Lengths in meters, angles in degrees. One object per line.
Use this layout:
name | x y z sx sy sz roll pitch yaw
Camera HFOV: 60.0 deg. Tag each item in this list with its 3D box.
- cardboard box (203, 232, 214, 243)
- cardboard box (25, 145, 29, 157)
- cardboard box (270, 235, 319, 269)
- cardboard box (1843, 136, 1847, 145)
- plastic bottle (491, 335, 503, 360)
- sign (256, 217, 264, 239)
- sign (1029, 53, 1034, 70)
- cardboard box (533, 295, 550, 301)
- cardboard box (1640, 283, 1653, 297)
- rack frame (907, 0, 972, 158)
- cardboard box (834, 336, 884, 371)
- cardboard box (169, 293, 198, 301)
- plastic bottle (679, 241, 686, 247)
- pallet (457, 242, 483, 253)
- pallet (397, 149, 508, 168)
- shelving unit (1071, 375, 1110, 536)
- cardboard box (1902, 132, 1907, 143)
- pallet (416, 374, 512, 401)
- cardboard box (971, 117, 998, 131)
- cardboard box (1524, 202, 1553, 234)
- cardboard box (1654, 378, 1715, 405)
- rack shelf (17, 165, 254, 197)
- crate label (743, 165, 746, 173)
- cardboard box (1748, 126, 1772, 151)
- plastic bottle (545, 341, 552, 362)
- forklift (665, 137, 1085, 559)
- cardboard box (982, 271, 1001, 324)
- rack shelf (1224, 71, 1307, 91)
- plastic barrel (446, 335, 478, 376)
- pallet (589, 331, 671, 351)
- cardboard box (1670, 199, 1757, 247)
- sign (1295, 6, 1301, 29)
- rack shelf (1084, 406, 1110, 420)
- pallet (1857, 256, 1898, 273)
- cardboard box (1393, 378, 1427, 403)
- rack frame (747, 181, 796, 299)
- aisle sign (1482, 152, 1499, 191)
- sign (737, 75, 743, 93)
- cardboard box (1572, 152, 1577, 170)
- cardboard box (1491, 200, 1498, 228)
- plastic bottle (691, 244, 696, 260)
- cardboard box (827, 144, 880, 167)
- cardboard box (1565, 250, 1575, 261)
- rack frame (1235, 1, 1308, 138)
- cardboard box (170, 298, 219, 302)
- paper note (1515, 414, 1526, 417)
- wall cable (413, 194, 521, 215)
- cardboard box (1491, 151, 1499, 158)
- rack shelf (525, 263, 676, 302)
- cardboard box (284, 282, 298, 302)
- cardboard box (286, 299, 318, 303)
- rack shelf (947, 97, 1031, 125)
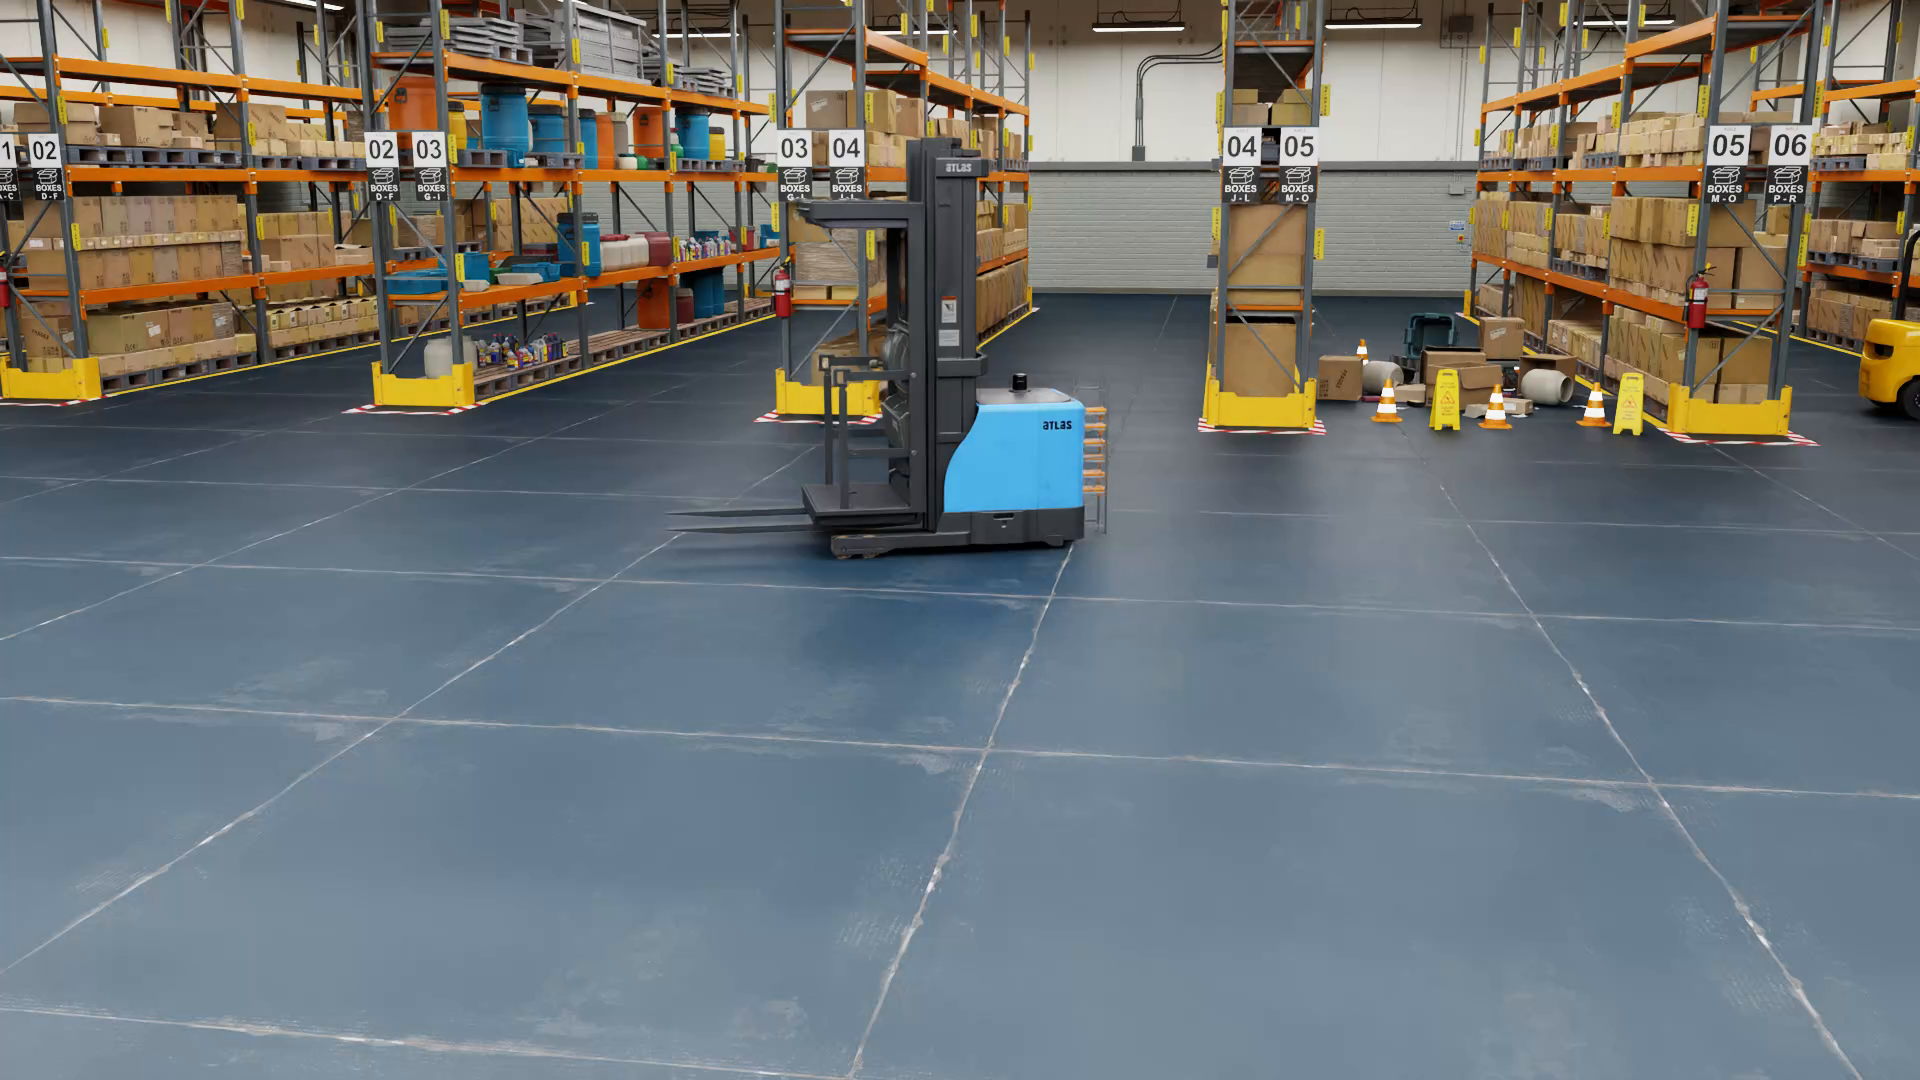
cardboard box | -10.673 -4.233 23.240 0.380 0.149 0.250 2 12 9
cardboard box | -15.297 -6.344 27.398 0.797 0.503 0.637 4 13 17
cardboard box | -10.434 -4.514 26.081 0.500 0.500 0.500 2 12 9
cardboard box | 14.464 -6.431 26.748 0.380 0.149 0.250 2 12 9
plastic bottle | -6.395 -2.657 22.945 0.144 0.351 0.185 1 12 6
sign | -10.177 -4.536 24.178 0.100 0.325 0.005 2 12 9
sign | 1.442 -9.675 33.624 0.100 0.325 0.005 2 12 9
cardboard box | -8.896 -5.143 34.719 0.500 0.250 0.500 2 12 9
cardboard box | 8.272 -2.952 19.666 0.380 0.149 0.250 2 12 8
rack frame | -0.323 -7.535 26.099 1.000 3.000 0.127 2 12 9
cardboard box | -1.267 -2.305 21.007 0.500 0.500 0.500 3 13 14
cardboard box | -14.622 -4.570 30.683 0.750 0.750 0.750 2 12 8
plastic bottle | -5.041 -5.254 30.045 0.152 0.276 0.135 2 12 9
pallet | -9.726 -5.500 31.352 1.003 0.211 1.213 2 12 9
pallet | -6.223 -4.641 20.236 1.003 0.211 1.213 2 12 9
shelving unit | 0.979 -0.634 12.588 0.258 1.200 0.189 -3 12 -12
cardboard box | 14.135 -5.936 24.501 0.380 0.149 0.250 2 12 10
pallet | -6.352 -1.921 20.906 1.003 0.211 1.213 2 12 9
cardboard box | 0.443 -7.767 31.041 0.500 0.250 0.500 1 12 5
cardboard box | 9.529 -5.251 27.127 0.500 0.500 0.500 2 12 8
cardboard box | 8.101 -1.659 18.603 0.500 0.250 0.500 2 12 8
rack shelf | -11.033 -4.790 22.188 1.077 0.370 4.000 2 12 9
crate label | -4.241 -7.026 31.480 0.293 0.136 0.466 2 12 9
cardboard box | 8.580 -4.251 17.627 0.500 0.250 0.500 2 12 8
plastic bottle | -5.660 -2.599 22.837 0.061 0.283 0.133 3 12 12
forklift | -0.652 -1.417 12.111 3.031 2.935 1.130 -2 12 -10
cardboard box | 0.077 -4.282 29.289 1.225 0.875 0.875 1 12 7
rack shelf | 4.255 -6.390 23.441 1.077 0.370 4.000 2 12 9
plastic barrel | -6.344 -2.331 21.097 0.421 0.512 0.421 0 12 0
pallet | -5.374 -3.240 27.027 1.003 0.211 1.213 2 12 9
cardboard box | 8.102 -3.413 17.892 0.700 0.500 0.500 2 12 7
sign | 5.112 -7.870 25.060 0.100 0.325 0.005 2 12 9
rack shelf | 0.979 -0.943 12.521 0.258 0.103 0.180 -3 12 -12
pallet | 14.409 -4.171 25.184 1.213 0.211 1.003 2 12 9
cardboard box | 5.503 -1.834 20.374 0.396 0.266 0.258 4 13 18
rack frame | -3.986 -6.429 35.203 1.000 3.000 0.127 2 12 9
aisle sign | 10.424 -7.242 32.807 0.394 0.787 0.004 2 12 9
sign | -4.058 -8.408 30.644 0.100 0.325 0.005 2 12 9
cardboard box | 9.214 -5.569 24.414 0.396 0.266 0.258 2 12 9
cardboard box | 10.039 -5.971 30.468 0.500 0.500 0.500 2 12 9
plastic bottle | -4.644 -4.996 28.859 0.097 0.271 0.097 0 12 0
cardboard box | -1.224 -4.422 19.129 0.500 0.250 0.500 2 12 10
cardboard box | 9.009 -4.133 24.149 0.380 0.149 0.250 2 12 9
rack frame | 3.947 -6.521 21.392 1.000 3.000 0.127 2 12 9
cardboard box | -11.107 -3.233 24.125 0.500 0.500 0.500 2 12 9
paper note | 6.417 -1.426 19.038 0.148 0.019 0.142 -2 12 -11
wall cable | -12.553 -9.330 41.797 3.097 2.526 0.112 2 12 9
cardboard box | 10.305 -7.326 31.607 0.380 0.149 0.250 2 12 11
rack shelf | -5.524 -3.995 25.619 1.077 0.370 4.000 2 12 9
cardboard box | -14.094 -5.157 34.239 0.700 0.500 0.500 2 12 8
cardboard box | -10.635 -3.745 26.947 0.500 0.311 0.500 2 12 7
rack shelf | 0.600 -8.237 32.012 1.077 0.370 4.000 2 12 9
